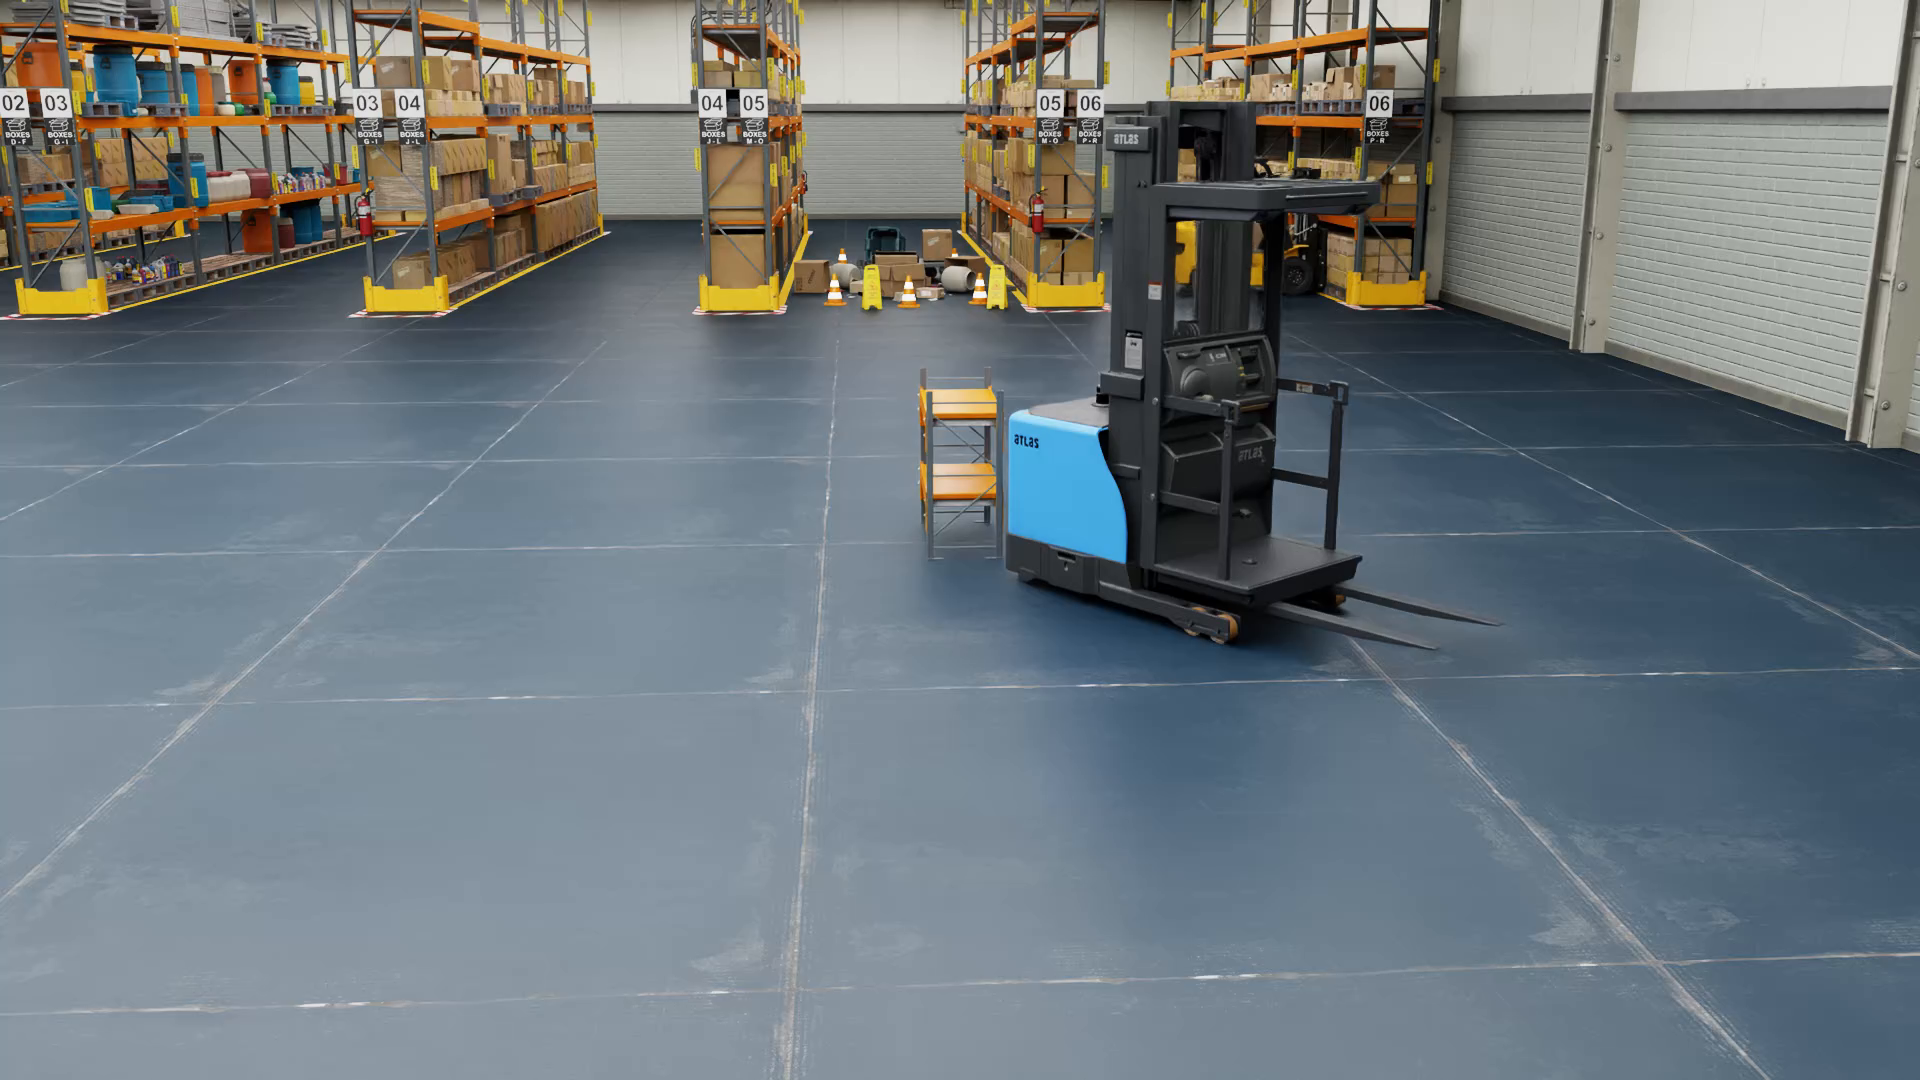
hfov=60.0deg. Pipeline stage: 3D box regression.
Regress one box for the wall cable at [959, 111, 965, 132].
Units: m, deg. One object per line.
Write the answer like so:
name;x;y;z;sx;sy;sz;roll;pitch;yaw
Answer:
wall cable;0.260;-10.923;45.858;0.585;1.953;0.123;-1;14;-3

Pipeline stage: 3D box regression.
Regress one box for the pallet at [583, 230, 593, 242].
pallet;-9.059;-7.010;38.347;1.003;0.211;1.213;-1;14;-3

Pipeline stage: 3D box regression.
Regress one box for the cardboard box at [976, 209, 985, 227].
cardboard box;0.838;-7.586;39.290;0.875;0.438;0.875;0;14;-2

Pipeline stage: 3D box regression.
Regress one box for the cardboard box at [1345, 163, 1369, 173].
cardboard box;6.255;-5.830;26.066;0.380;0.149;0.250;-1;14;-2

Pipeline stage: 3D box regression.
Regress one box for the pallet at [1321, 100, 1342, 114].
pallet;6.481;-7.002;26.879;1.003;0.211;1.213;-1;14;-3

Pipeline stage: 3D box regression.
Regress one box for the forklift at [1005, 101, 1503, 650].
forklift;1.650;-0.983;9.466;1.130;2.935;3.031;-13;19;-41

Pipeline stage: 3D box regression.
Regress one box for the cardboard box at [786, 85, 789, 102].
cardboard box;-3.442;-8.329;30.992;0.500;0.311;0.500;-1;14;-3

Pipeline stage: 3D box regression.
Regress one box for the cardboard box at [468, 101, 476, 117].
cardboard box;-8.204;-7.017;27.060;0.500;0.250;0.500;-1;14;-2

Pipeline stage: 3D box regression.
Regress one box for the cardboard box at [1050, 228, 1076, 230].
cardboard box;1.714;-4.995;28.090;0.500;0.500;0.500;-1;14;-2

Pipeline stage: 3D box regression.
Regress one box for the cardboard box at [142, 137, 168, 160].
cardboard box;-18.844;-9.135;38.803;0.500;0.500;0.500;-1;14;-4

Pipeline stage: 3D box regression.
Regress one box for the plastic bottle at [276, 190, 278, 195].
plastic bottle;-13.391;-6.874;32.482;0.097;0.271;0.097;0;14;0

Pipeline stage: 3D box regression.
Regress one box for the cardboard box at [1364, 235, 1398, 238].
cardboard box;6.702;-4.715;26.499;0.500;0.250;0.500;-1;14;-3

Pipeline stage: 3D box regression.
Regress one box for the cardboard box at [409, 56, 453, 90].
cardboard box;-8.090;-7.142;25.445;0.500;0.500;0.500;-1;14;-4

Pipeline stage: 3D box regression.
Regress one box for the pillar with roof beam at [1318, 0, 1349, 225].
pillar with roof beam;2.765;-9.630;30.896;9.100;9.000;0.400;-1;14;-3

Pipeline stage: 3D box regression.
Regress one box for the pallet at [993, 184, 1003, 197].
pallet;1.278;-6.756;32.148;1.213;0.211;1.003;-1;14;-3

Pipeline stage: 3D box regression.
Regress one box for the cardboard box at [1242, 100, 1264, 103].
cardboard box;5.820;-8.759;33.031;0.380;0.149;0.250;-1;14;-2

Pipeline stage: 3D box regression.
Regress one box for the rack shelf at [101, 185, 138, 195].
rack shelf;-19.022;-7.863;37.510;1.077;0.370;4.000;-1;14;-3

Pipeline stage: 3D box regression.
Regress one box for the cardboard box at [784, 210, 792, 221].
cardboard box;-3.607;-6.454;33.259;0.500;0.250;0.500;-2;15;-6

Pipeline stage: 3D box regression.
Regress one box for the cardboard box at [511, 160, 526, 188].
cardboard box;-8.555;-6.852;31.094;0.700;0.500;0.500;1;14;5

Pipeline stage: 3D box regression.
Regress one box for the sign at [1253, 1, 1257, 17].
sign;6.388;-11.541;36.129;0.100;0.325;0.005;-1;14;-3

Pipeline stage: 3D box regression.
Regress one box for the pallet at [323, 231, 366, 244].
pallet;-14.117;-6.925;38.019;1.003;0.211;1.213;-1;14;-3

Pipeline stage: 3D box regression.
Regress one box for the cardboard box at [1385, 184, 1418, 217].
cardboard box;6.824;-5.288;25.858;0.500;0.500;0.500;0;14;-2

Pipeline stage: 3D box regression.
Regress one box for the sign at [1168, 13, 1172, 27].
sign;5.045;-12.479;39.934;0.100;0.325;0.005;-1;14;-3

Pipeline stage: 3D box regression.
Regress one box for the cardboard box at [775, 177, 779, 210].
cardboard box;-3.467;-5.772;27.641;0.875;0.550;0.550;-1;14;-3

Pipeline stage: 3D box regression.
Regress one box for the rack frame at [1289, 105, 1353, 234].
rack frame;6.330;-6.107;29.241;1.000;3.000;0.127;-1;14;-3

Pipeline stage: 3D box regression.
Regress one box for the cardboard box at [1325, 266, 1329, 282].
cardboard box;6.190;-4.344;27.066;0.500;0.250;0.500;-1;14;-3

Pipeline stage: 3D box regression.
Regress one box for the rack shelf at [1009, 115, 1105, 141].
rack shelf;1.500;-6.636;26.723;1.077;0.370;4.000;-1;14;-3

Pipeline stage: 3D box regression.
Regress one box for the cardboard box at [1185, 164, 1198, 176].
cardboard box;5.495;-8.539;38.400;0.500;0.250;0.500;-1;14;-4

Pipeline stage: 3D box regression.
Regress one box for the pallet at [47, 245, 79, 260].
pallet;-18.732;-5.858;33.869;1.003;0.211;1.213;-1;14;-3

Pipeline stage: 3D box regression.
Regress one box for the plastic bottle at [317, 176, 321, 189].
plastic bottle;-13.585;-7.545;35.082;0.152;0.276;0.135;-1;14;-3

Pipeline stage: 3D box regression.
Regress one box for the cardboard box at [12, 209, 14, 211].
cardboard box;-19.018;-6.582;33.717;0.500;0.250;0.500;-1;14;-4

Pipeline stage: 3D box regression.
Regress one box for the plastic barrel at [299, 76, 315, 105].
plastic barrel;-13.695;-9.313;34.461;0.600;0.588;0.600;0;14;0

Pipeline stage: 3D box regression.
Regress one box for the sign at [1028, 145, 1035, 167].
sign;1.068;-5.745;24.876;0.100;0.325;0.005;-1;14;-3

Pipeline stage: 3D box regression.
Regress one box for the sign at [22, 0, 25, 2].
sign;-19.441;-11.106;34.599;0.100;0.325;0.005;-1;14;-3

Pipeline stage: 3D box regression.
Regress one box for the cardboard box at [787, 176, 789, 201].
cardboard box;-3.414;-6.487;30.519;0.500;0.500;0.500;-1;14;-3

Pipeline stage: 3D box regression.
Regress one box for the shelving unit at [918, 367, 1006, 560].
shelving unit;0.000;-0.546;11.393;0.538;1.125;1.048;-1;14;-3

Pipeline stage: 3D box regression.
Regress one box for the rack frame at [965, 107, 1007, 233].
rack frame;0.632;-9.014;40.539;1.000;3.000;0.127;-1;14;-3

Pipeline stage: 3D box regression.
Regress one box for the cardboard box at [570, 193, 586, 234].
cardboard box;-9.028;-7.430;37.803;0.875;0.875;0.875;-1;14;-3

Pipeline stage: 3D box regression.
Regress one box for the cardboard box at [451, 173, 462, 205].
cardboard box;-8.432;-5.583;26.409;0.875;0.500;0.500;-1;14;-3

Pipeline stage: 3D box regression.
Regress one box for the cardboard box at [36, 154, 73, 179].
cardboard box;-19.092;-7.844;34.951;0.700;0.500;0.500;-6;16;-22

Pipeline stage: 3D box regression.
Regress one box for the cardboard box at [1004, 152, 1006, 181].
cardboard box;1.060;-6.788;30.249;0.500;0.500;0.500;0;14;-2

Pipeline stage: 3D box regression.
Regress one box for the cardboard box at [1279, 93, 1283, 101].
cardboard box;5.958;-7.958;29.879;0.380;0.149;0.250;-1;14;-4

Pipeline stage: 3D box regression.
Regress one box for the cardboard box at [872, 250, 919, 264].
cardboard box;-1.078;-4.521;27.817;0.797;0.637;0.503;-1;14;-3

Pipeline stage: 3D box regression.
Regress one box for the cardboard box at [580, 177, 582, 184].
cardboard box;-8.778;-8.145;37.668;0.380;0.149;0.250;-1;14;-3

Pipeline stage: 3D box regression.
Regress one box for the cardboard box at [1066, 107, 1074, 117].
cardboard box;1.822;-6.517;25.320;0.380;0.149;0.250;-1;14;-5

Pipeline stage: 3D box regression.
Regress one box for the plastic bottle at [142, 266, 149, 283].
plastic bottle;-13.033;-4.238;26.570;0.097;0.271;0.097;0;14;0

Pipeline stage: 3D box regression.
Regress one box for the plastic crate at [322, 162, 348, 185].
plastic crate;-13.759;-8.075;36.644;0.402;0.464;0.583;-1;14;-3

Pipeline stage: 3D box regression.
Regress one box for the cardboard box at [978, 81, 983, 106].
cardboard box;0.645;-9.500;35.365;0.500;0.500;0.500;-1;14;-4

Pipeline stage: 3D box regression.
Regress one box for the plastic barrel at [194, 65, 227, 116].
plastic barrel;-13.872;-8.283;30.672;0.600;0.901;0.600;0;14;0

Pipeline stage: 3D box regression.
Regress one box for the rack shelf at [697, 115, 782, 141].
rack shelf;-3.435;-6.535;26.328;1.077;0.370;4.000;-1;14;-3

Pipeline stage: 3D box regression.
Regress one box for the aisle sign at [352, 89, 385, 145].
aisle sign;-8.563;-6.120;24.077;0.394;0.787;0.004;-1;14;-3
